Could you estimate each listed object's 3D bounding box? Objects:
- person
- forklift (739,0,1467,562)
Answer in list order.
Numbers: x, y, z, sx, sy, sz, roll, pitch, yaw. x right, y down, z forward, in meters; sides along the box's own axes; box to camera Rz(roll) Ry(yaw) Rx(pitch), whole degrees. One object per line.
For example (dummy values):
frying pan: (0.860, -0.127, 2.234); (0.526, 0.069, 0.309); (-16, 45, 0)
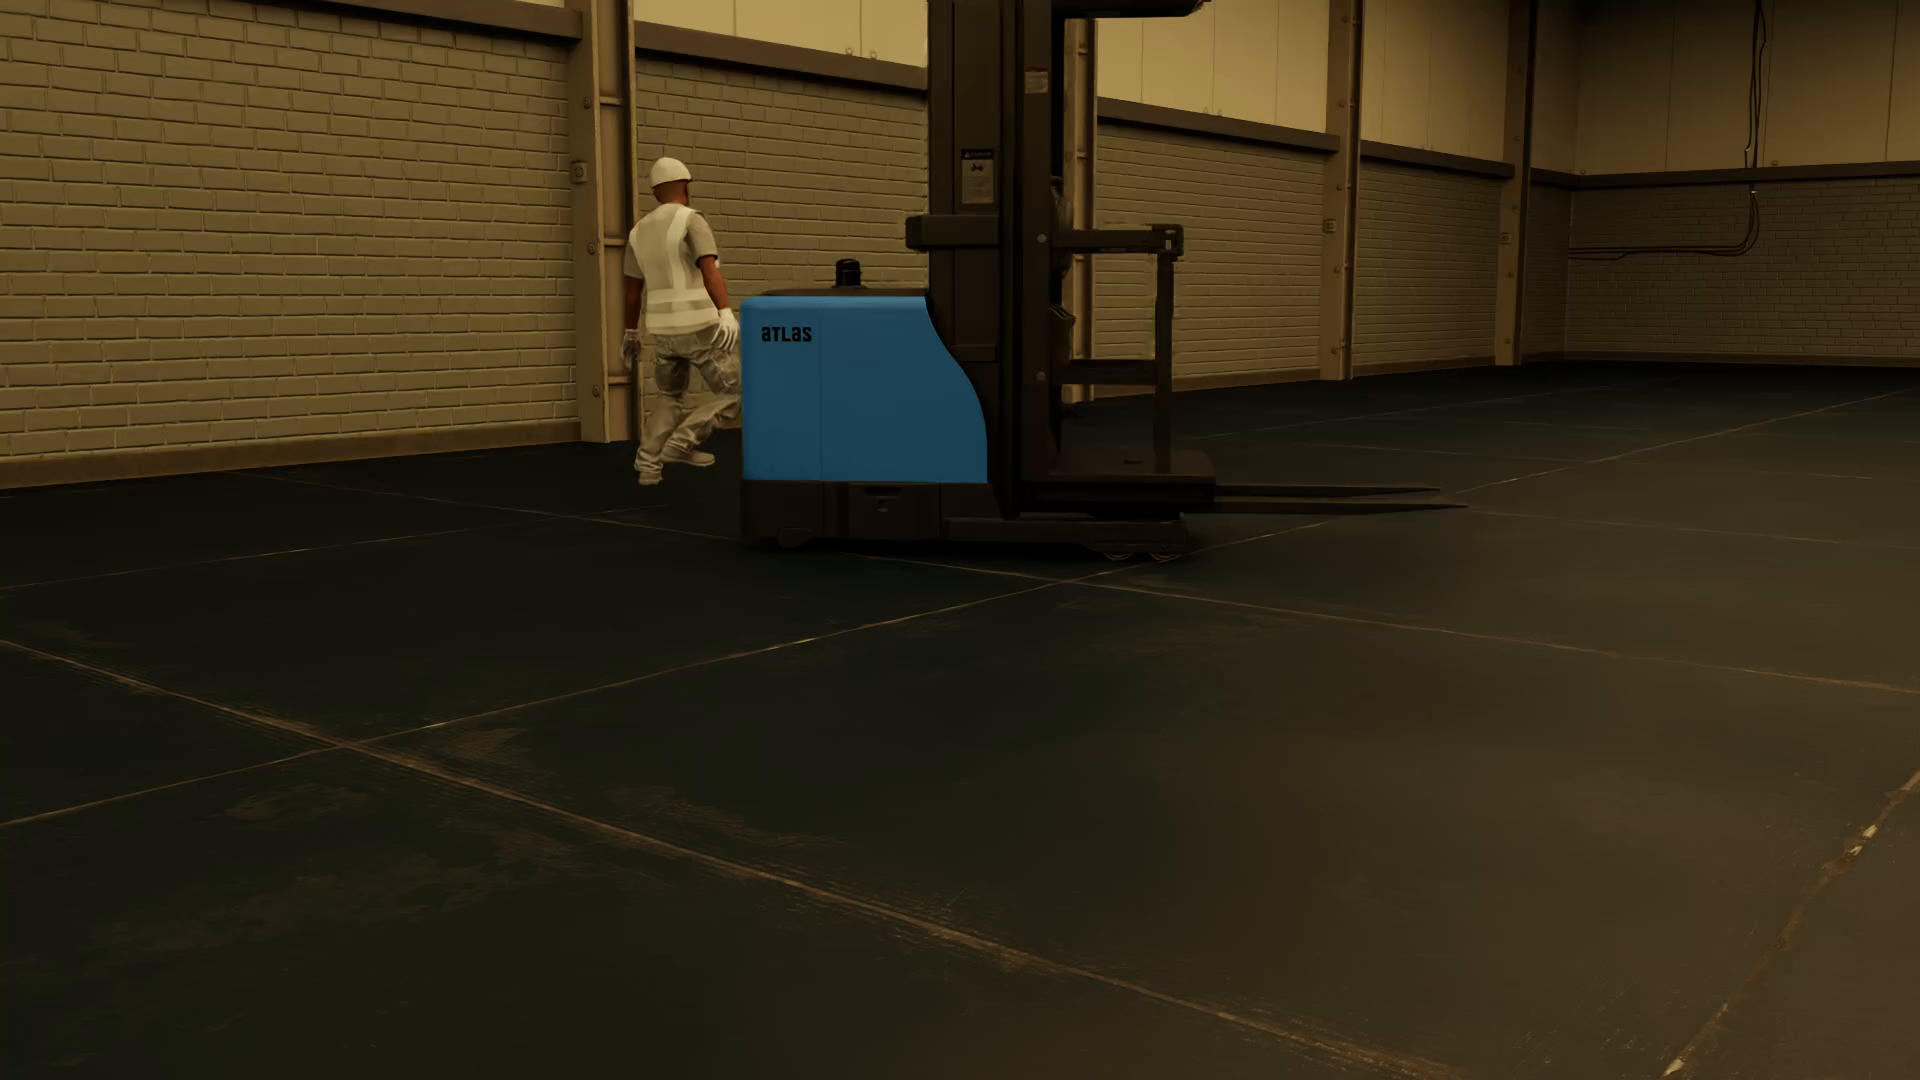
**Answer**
person: (-1.406, -1.107, 8.503); (0.889, 1.683, 0.508); (8, 11, 42)
forklift: (0.617, -1.443, 7.143); (3.031, 2.935, 1.130); (1, 8, 6)
